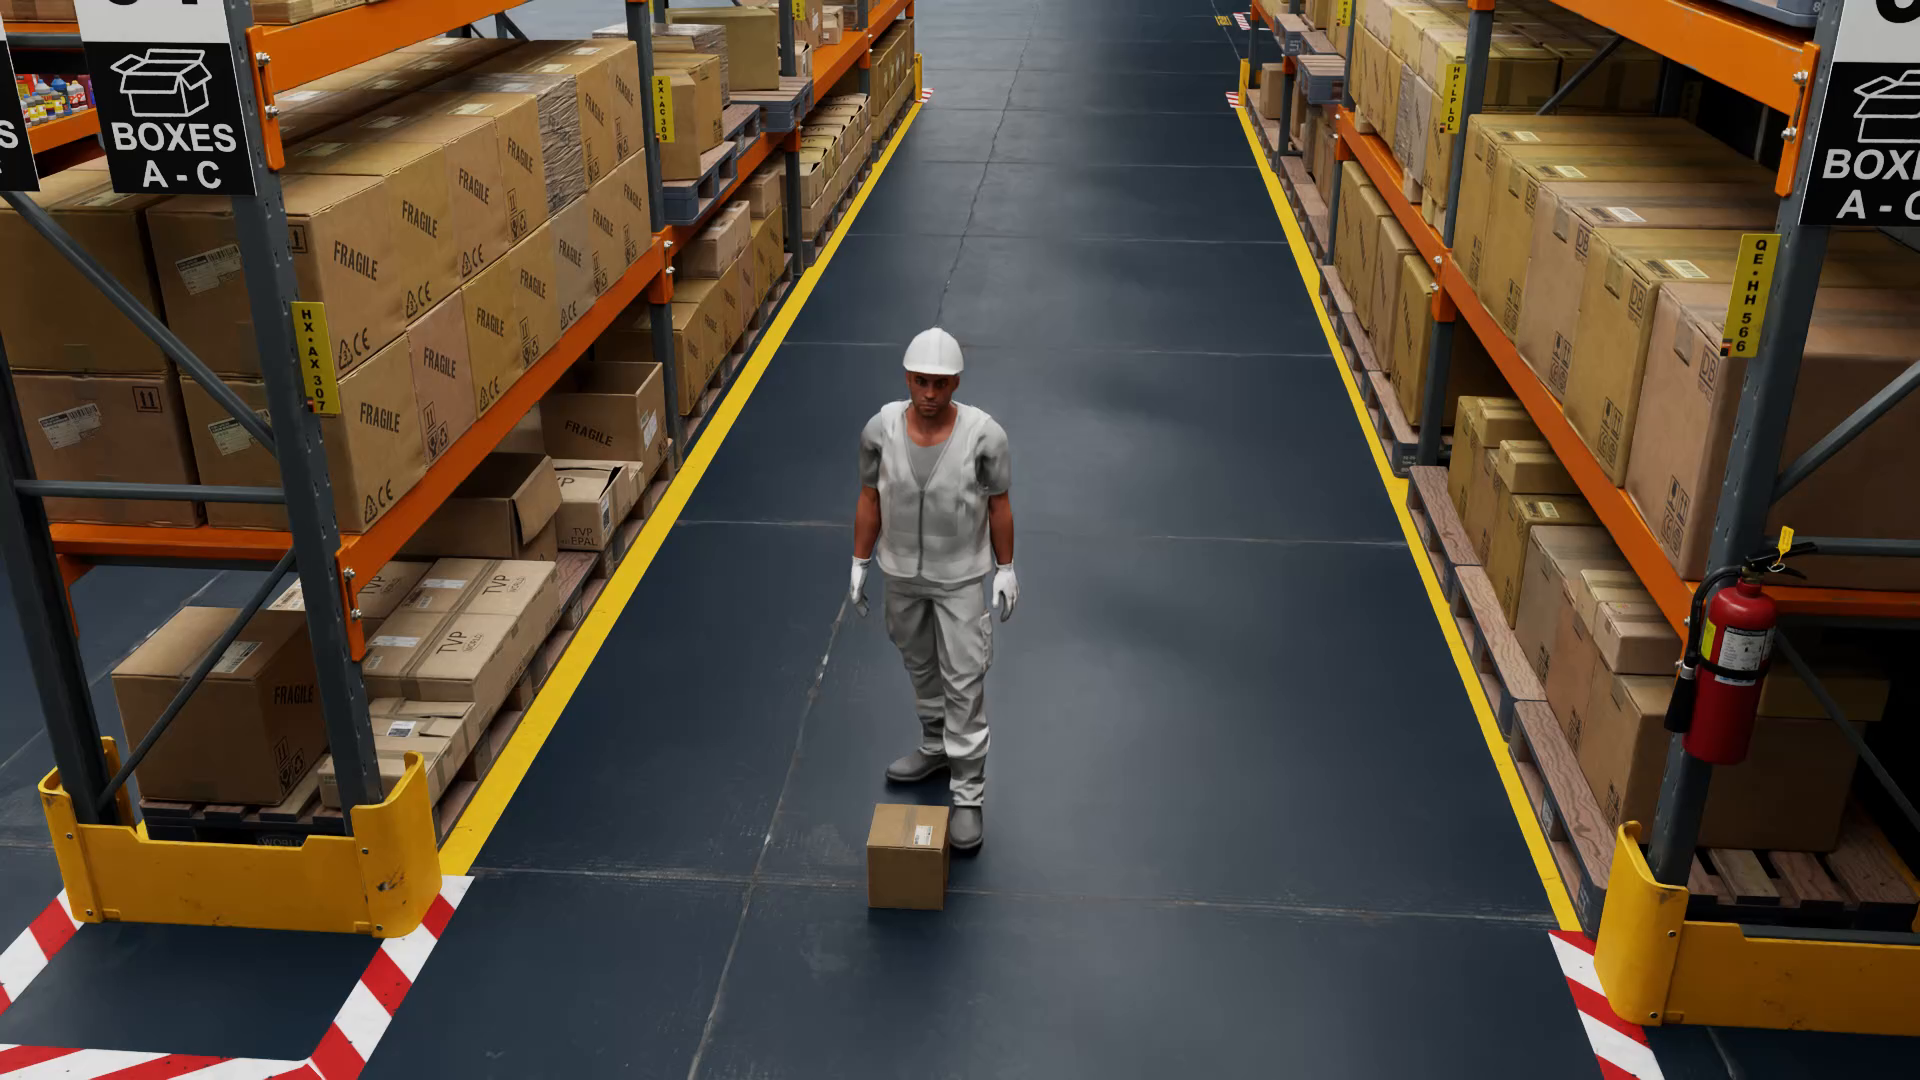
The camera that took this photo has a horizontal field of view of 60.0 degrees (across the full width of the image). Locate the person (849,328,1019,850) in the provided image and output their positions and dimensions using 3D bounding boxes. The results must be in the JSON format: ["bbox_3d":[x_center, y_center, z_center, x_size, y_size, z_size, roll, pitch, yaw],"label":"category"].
[{"bbox_3d":[-0.119,0.145,5.733,0.579,1.782,0.624,8,25,17],"label":"person"}]
